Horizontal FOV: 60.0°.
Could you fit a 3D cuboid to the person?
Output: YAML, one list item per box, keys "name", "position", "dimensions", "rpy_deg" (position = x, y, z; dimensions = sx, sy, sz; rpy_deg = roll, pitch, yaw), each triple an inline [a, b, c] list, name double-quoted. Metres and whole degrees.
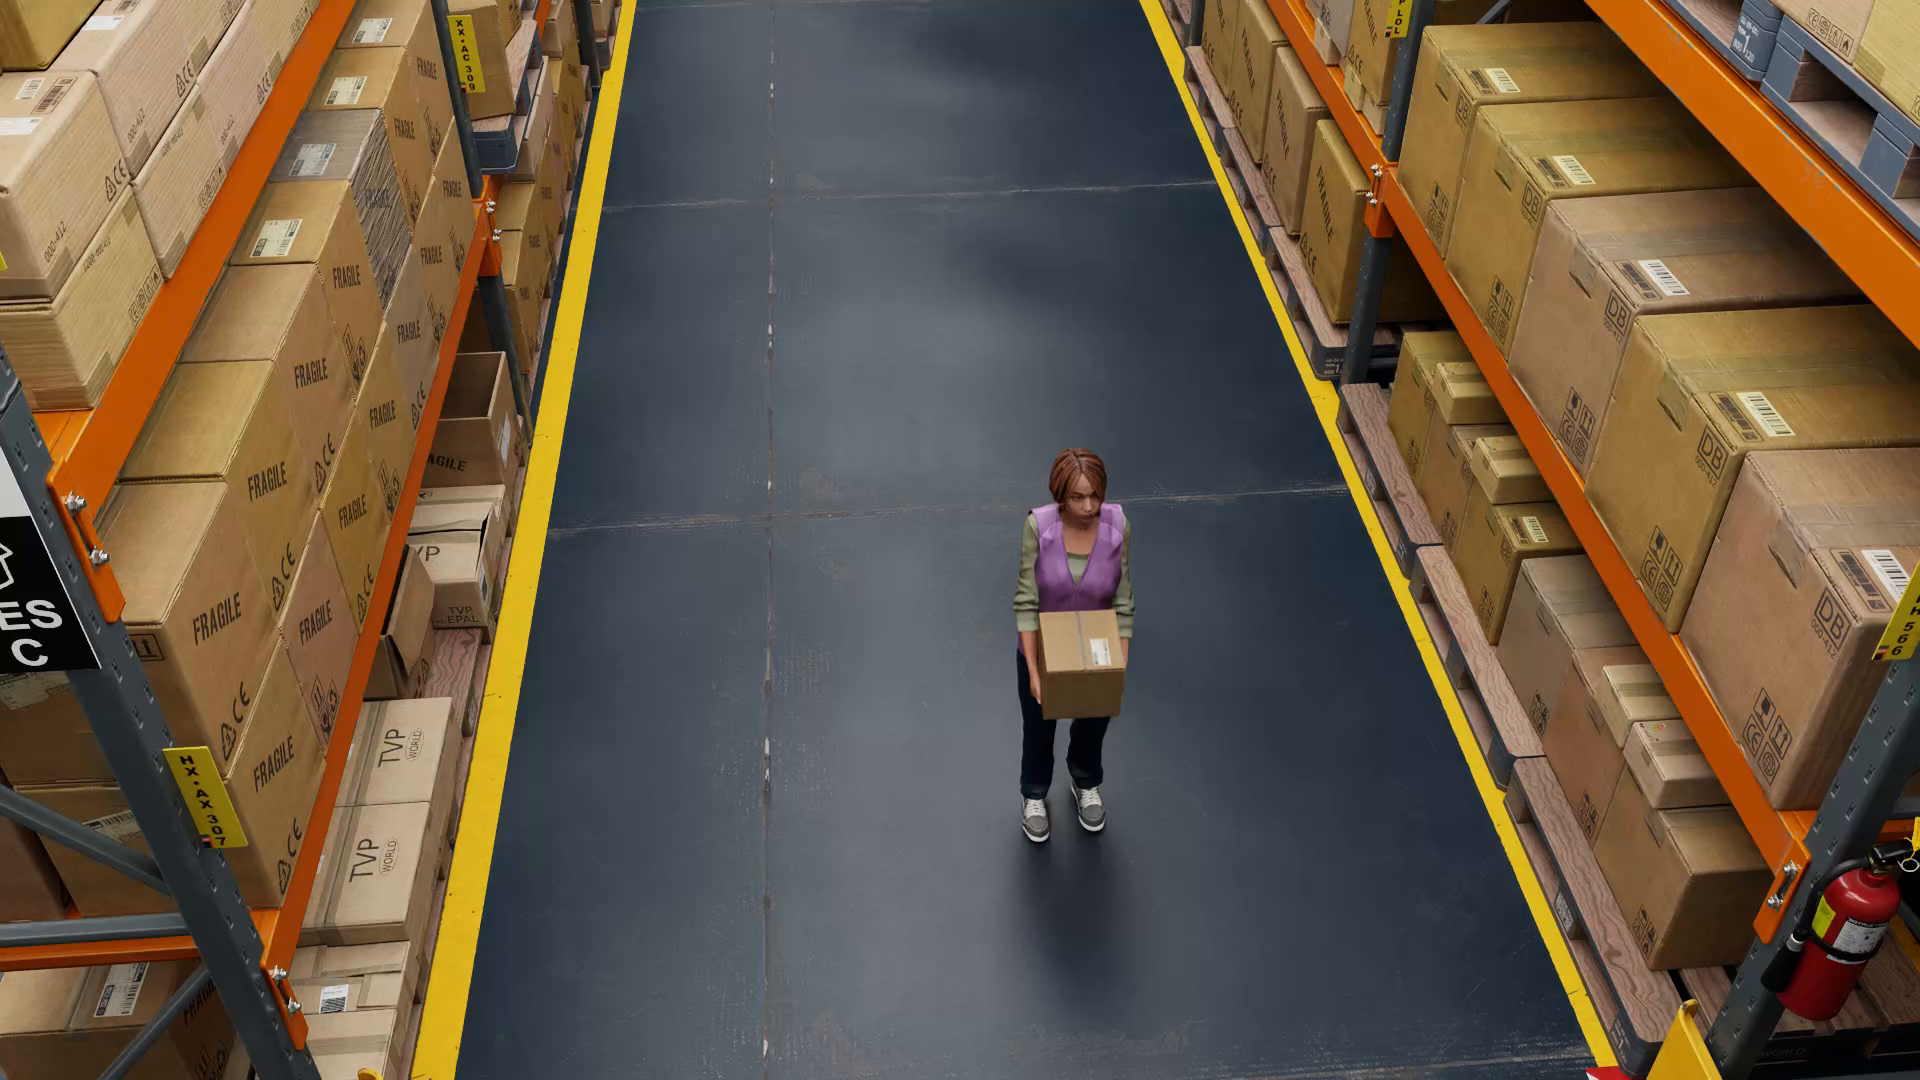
- name: "person"
  position: [0.378, 0.427, 5.659]
  dimensions: [0.405, 1.584, 0.490]
  rpy_deg: [-2, 40, -3]
